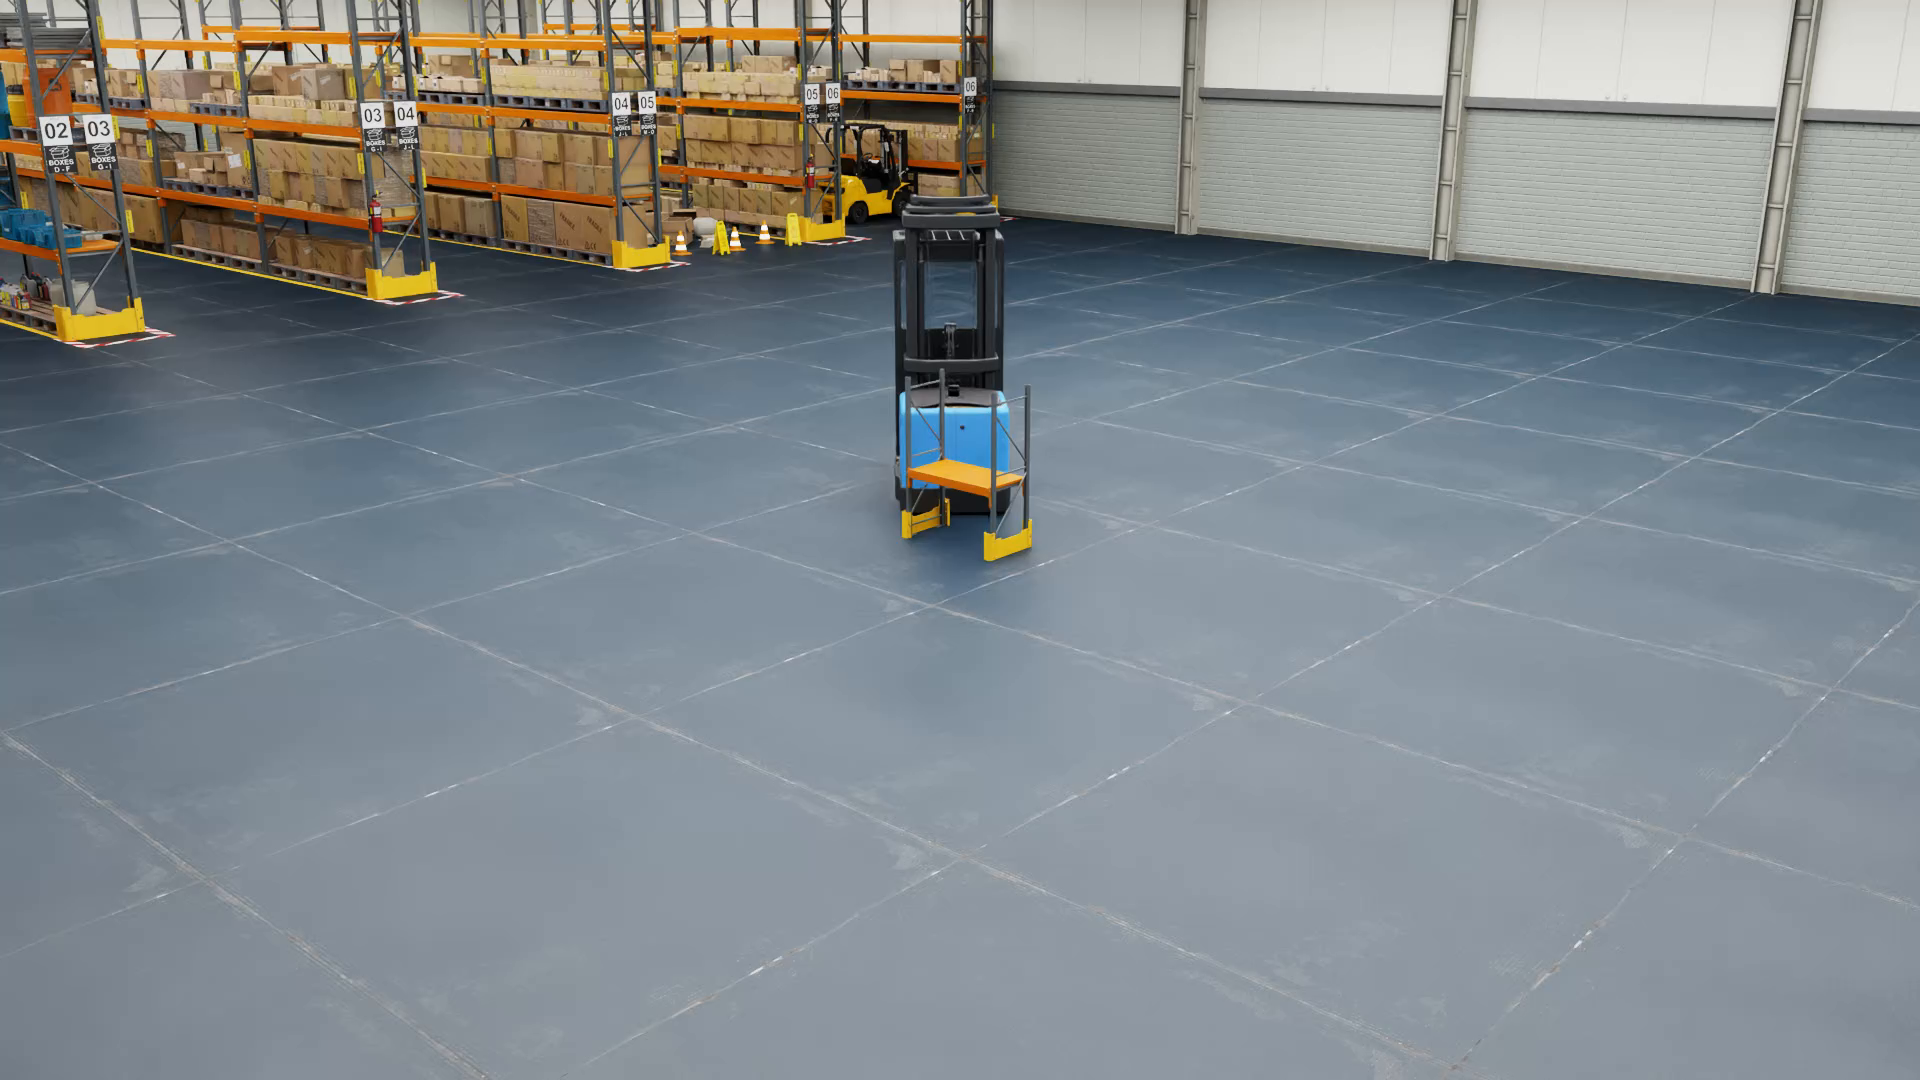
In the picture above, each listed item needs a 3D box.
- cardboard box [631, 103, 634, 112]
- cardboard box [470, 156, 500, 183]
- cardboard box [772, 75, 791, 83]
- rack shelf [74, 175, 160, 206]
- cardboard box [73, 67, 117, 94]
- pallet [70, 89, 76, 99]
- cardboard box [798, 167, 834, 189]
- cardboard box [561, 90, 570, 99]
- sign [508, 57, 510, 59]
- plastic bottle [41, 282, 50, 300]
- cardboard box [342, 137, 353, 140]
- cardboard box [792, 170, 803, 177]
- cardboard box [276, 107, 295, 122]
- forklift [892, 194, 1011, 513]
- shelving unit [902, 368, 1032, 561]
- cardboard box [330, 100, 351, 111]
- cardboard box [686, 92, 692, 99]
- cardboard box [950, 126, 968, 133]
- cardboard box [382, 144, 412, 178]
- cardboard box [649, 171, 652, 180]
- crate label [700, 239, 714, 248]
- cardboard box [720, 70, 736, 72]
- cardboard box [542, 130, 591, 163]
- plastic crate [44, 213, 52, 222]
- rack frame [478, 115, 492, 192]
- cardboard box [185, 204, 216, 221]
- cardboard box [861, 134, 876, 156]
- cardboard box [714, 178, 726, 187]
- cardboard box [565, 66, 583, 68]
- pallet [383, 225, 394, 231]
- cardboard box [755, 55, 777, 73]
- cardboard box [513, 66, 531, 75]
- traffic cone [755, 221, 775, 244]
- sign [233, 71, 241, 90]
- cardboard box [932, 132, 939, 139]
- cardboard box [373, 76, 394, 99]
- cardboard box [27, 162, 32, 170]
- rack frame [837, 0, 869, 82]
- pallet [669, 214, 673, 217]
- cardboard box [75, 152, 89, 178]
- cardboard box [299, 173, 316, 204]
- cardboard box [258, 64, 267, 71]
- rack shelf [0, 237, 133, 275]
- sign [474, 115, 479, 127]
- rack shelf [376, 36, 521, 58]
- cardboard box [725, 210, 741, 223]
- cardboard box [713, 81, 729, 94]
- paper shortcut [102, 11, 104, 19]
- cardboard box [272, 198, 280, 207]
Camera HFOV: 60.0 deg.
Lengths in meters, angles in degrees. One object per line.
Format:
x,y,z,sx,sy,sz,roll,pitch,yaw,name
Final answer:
-9.530,-12.185,47.201,0.500,0.500,0.500,14,23,38,cardboard box
-9.679,-7.619,34.134,0.500,0.500,0.500,15,23,39,cardboard box
-3.729,-9.663,34.878,0.250,0.149,0.380,15,23,39,cardboard box
-16.967,-7.287,34.443,4.000,0.370,1.077,15,23,39,rack shelf
-18.022,-9.595,34.707,0.500,0.500,0.700,16,23,41,cardboard box
-19.067,-9.586,35.684,1.213,0.211,1.003,15,23,39,pallet
-3.582,-9.119,42.258,0.625,0.625,0.875,15,23,39,cardboard box
-7.354,-8.477,31.598,0.250,0.149,0.380,15,23,38,cardboard box
-11.532,-12.225,42.477,0.005,0.325,0.100,15,23,39,sign
-14.660,-3.995,26.642,0.133,0.283,0.061,15,23,39,plastic bottle
-13.535,-8.895,37.057,0.250,0.149,0.380,15,23,39,cardboard box
-3.331,-7.771,35.194,0.250,0.149,0.380,16,24,41,cardboard box
-11.549,-7.428,28.986,0.500,0.250,0.500,14,22,37,cardboard box
-0.123,-2.045,16.850,1.130,2.935,3.031,-1,18,-3,forklift
0.057,-0.700,14.975,1.083,1.500,0.587,15,23,39,shelving unit
-10.296,-7.265,27.812,0.250,0.149,0.380,14,22,37,cardboard box
-5.830,-9.858,36.811,0.250,0.149,0.380,15,23,38,cardboard box
-0.025,-9.511,38.531,0.250,0.149,0.380,15,23,39,cardboard box
-9.718,-6.460,28.338,0.500,0.500,0.500,15,23,39,cardboard box
-8.380,-10.258,46.053,0.500,0.500,0.500,16,24,42,cardboard box
-5.199,-6.119,34.304,0.298,0.136,0.250,4,18,11,crate label
-6.026,-12.160,43.236,0.250,0.149,0.380,16,23,40,cardboard box
-7.655,-7.703,32.531,0.500,0.550,0.875,15,23,39,cardboard box
-14.758,-5.073,26.523,0.616,0.251,0.499,15,23,39,plastic crate
-11.884,-10.274,42.664,0.127,3.000,1.000,15,23,39,rack frame
-14.950,-6.477,32.864,0.500,0.250,0.500,16,24,41,cardboard box
-2.050,-9.590,40.344,0.500,0.500,0.500,16,23,40,cardboard box
-5.200,-7.903,36.732,0.250,0.149,0.380,16,24,41,cardboard box
-7.490,-9.159,32.430,0.250,0.149,0.380,15,23,40,cardboard box
-12.686,-7.159,37.458,1.213,0.211,1.003,15,23,39,pallet
-4.777,-12.040,42.247,0.500,0.500,0.700,14,23,38,cardboard box
-8.494,-9.163,32.441,0.250,0.149,0.380,15,23,38,cardboard box
-4.087,-6.450,34.808,0.334,0.463,0.336,15,23,39,traffic cone
-12.845,-8.163,29.548,0.005,0.325,0.100,15,23,39,sign
-0.427,-9.462,38.868,0.250,0.149,0.380,16,23,40,cardboard box
-12.699,-9.865,36.252,0.500,0.500,0.500,15,23,39,cardboard box
-20.444,-8.312,36.896,0.250,0.149,0.380,15,23,39,cardboard box
-2.609,-12.651,40.236,0.127,3.000,1.000,15,23,39,rack frame
-6.484,-7.494,38.516,1.213,0.211,1.003,15,23,39,pallet
-18.284,-7.931,35.115,0.500,0.500,0.500,15,23,39,cardboard box
-11.045,-6.215,29.217,0.500,0.500,0.875,15,23,39,cardboard box
-16.295,-11.129,39.161,0.250,0.149,0.380,14,22,37,cardboard box
-14.271,-4.560,25.850,4.000,0.370,1.077,15,23,39,rack shelf
-12.252,-10.598,42.124,0.005,0.325,0.100,15,23,39,sign
-10.607,-10.255,34.537,4.000,0.370,1.077,15,23,39,rack shelf
-4.834,-7.167,36.726,0.500,0.250,0.500,15,23,39,cardboard box
-4.996,-9.812,36.007,0.500,0.250,0.500,15,23,40,cardboard box
-16.807,-10.301,32.601,0.078,0.170,0.009,-25,-14,39,paper shortcut
-12.134,-6.097,29.920,0.250,0.149,0.380,15,23,39,cardboard box
